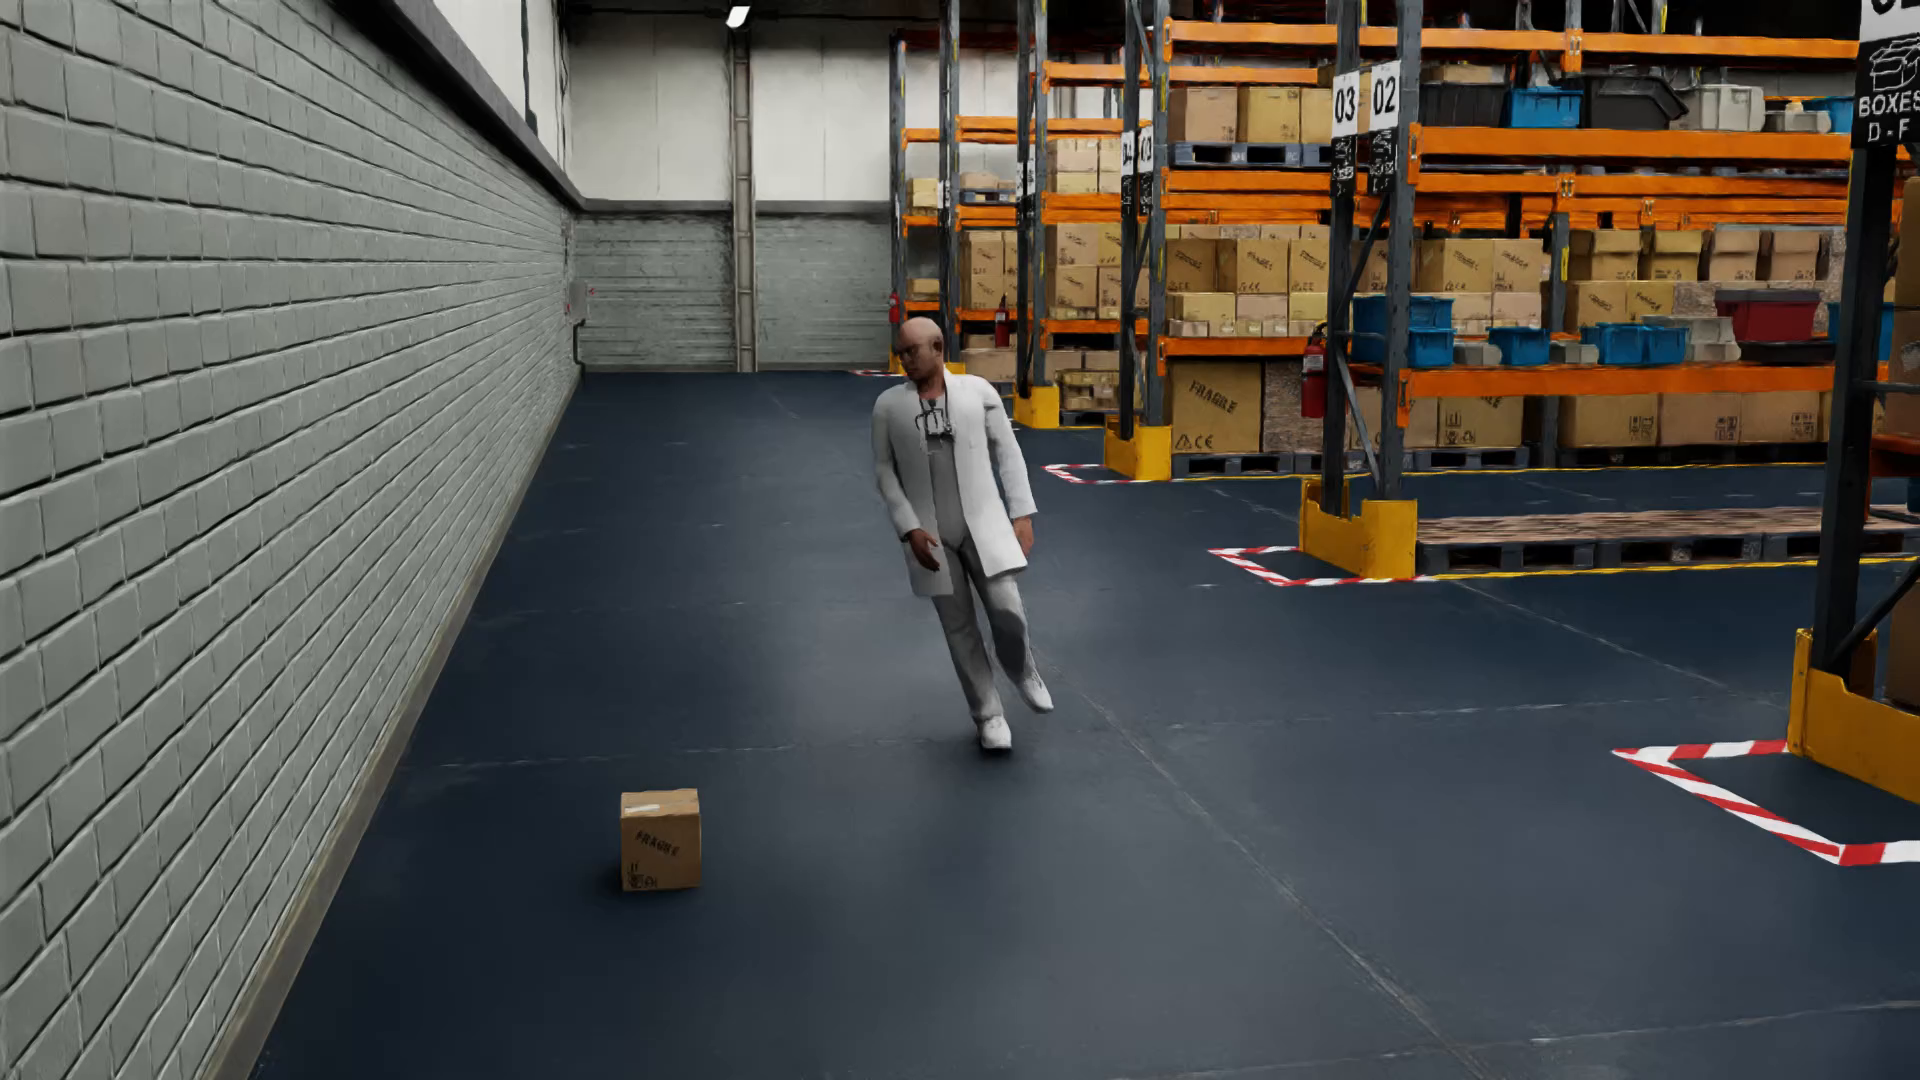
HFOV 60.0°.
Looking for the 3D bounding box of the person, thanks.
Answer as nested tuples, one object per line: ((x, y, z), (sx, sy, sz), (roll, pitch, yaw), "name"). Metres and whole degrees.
((0.018, -0.038, 6.830), (0.756, 1.748, 0.561), (0, 9, 0), "person")
